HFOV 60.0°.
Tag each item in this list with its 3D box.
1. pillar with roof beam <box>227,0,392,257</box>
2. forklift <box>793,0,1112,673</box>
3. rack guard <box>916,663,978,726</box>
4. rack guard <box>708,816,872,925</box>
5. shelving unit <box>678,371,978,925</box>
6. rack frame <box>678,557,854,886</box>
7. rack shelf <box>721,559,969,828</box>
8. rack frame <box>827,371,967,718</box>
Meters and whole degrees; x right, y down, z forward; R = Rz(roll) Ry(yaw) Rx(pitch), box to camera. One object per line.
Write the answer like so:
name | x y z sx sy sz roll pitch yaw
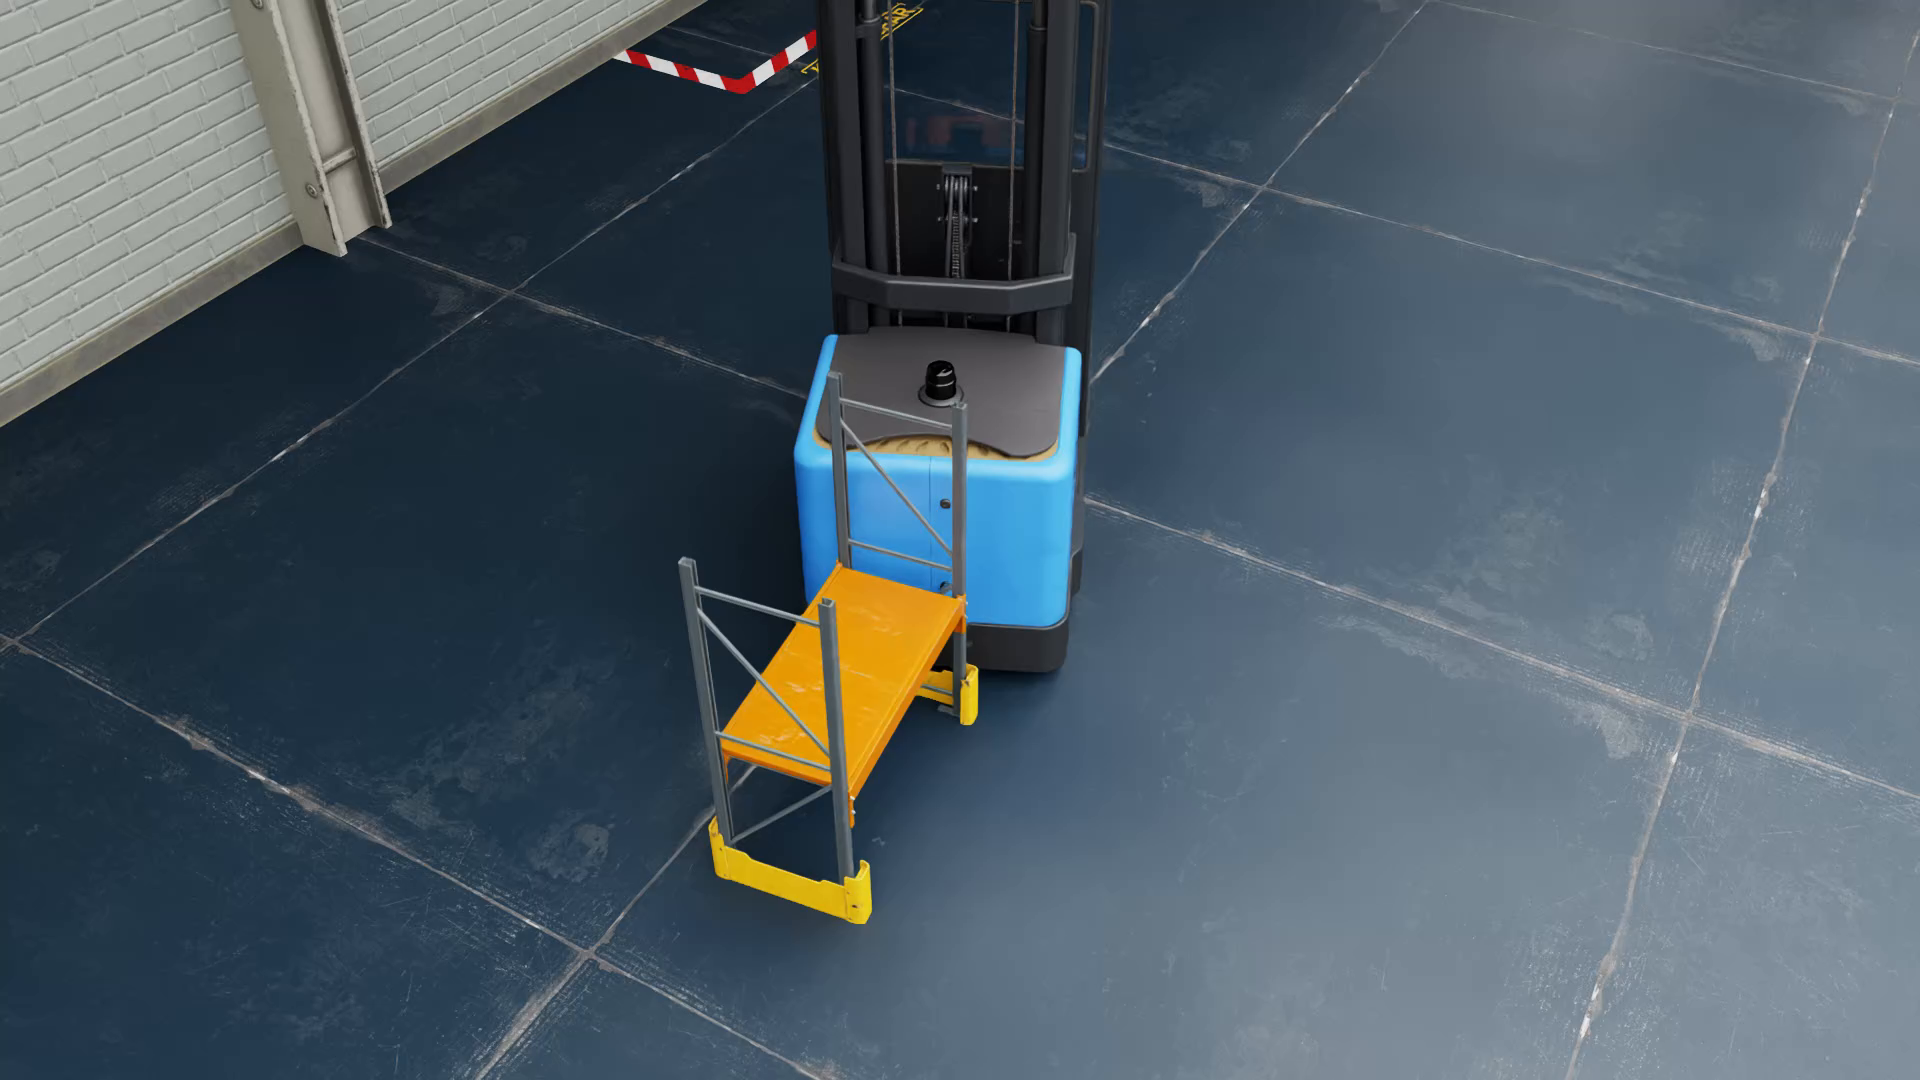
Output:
pillar with roof beam | 0.345 -3.646 4.582 9.100 9.000 0.400 21 45 22
forklift | 0.035 -1.546 6.788 1.130 2.935 3.031 4 41 4
rack guard | -0.213 0.531 6.458 0.587 0.250 0.087 15 44 16
rack guard | -0.588 1.141 5.766 0.587 0.250 0.087 15 44 16
shelving unit | -0.401 0.367 5.699 0.587 1.500 1.083 15 44 16
rack frame | -0.595 0.684 5.339 0.500 1.500 0.032 15 44 16
rack shelf | -0.404 0.507 5.811 0.538 0.185 1.000 15 44 16
rack frame | -0.213 0.061 6.046 0.500 1.500 0.032 15 44 16
